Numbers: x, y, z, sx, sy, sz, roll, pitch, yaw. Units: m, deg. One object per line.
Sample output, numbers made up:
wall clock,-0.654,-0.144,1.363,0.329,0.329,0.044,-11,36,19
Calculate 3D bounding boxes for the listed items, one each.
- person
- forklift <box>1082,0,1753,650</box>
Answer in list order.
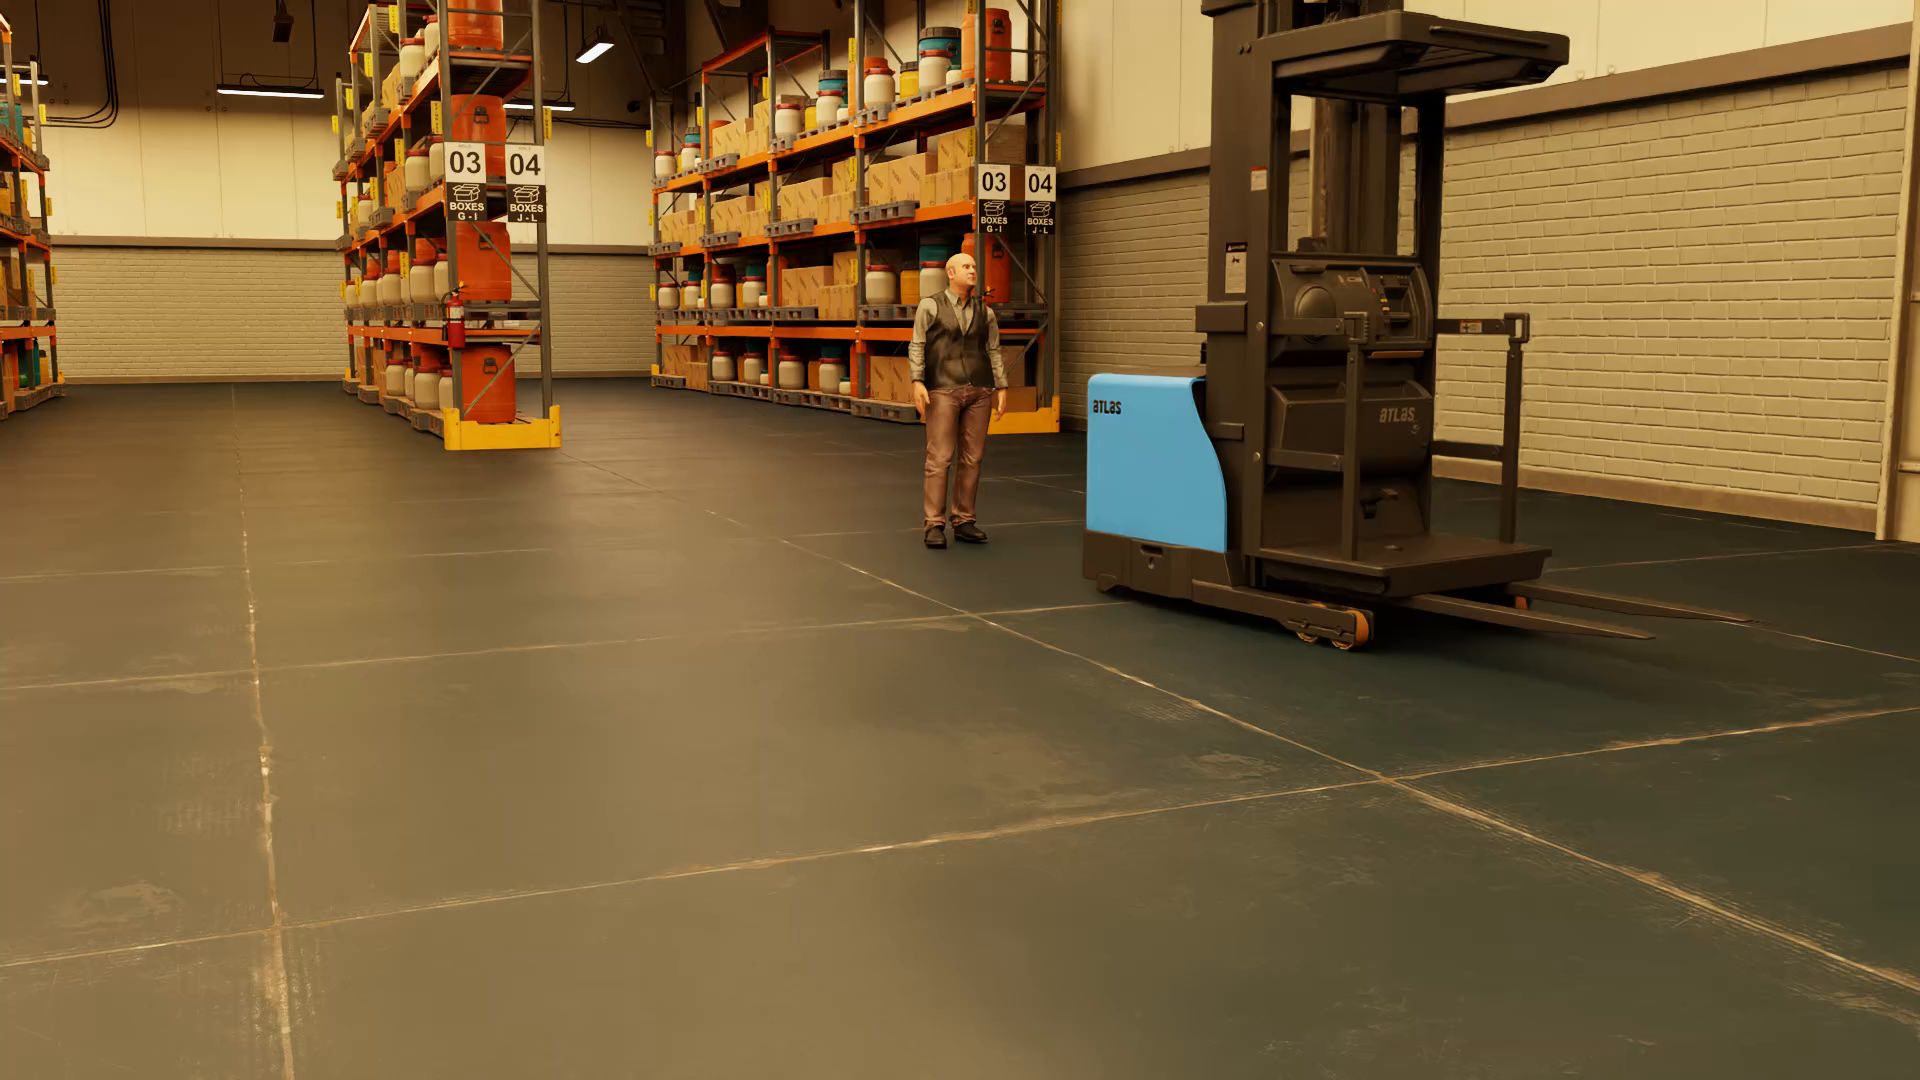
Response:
person,0.017,-0.853,9.981,0.632,1.720,0.568,-3,8,-23
forklift,1.843,-1.076,7.104,1.130,2.935,3.031,-5,9,-34
